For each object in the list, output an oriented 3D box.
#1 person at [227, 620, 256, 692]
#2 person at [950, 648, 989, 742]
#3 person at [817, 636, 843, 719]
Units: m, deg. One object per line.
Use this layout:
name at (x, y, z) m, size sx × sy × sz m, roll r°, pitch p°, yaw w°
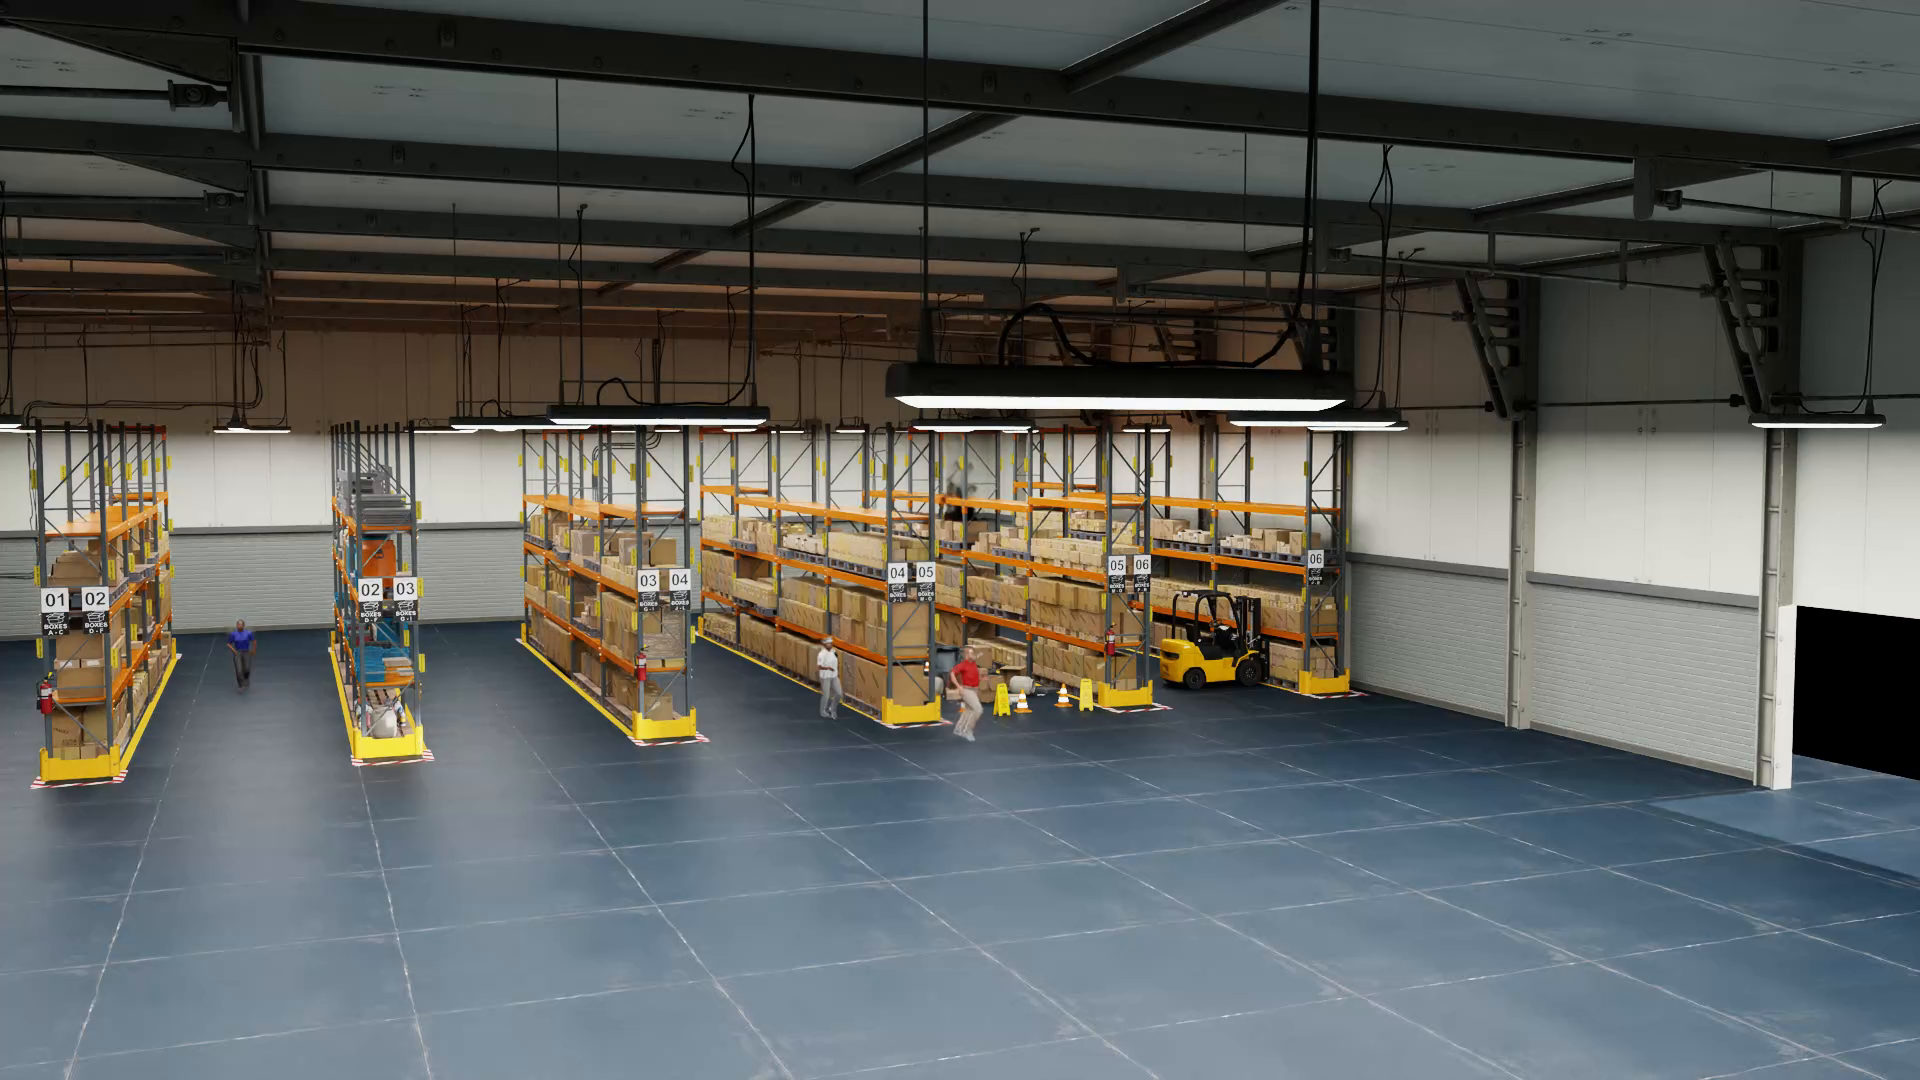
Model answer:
person at (-16.102, 2.592, 37.312) m, size 0.608 × 1.615 × 0.557 m, roll -2°, pitch 4°, yaw -26°
person at (0.197, 2.919, 31.303) m, size 0.738 × 1.768 × 0.634 m, roll 1°, pitch 4°, yaw 22°
person at (-2.634, 2.788, 33.593) m, size 0.522 × 1.702 × 0.681 m, roll -2°, pitch 4°, yaw -34°
